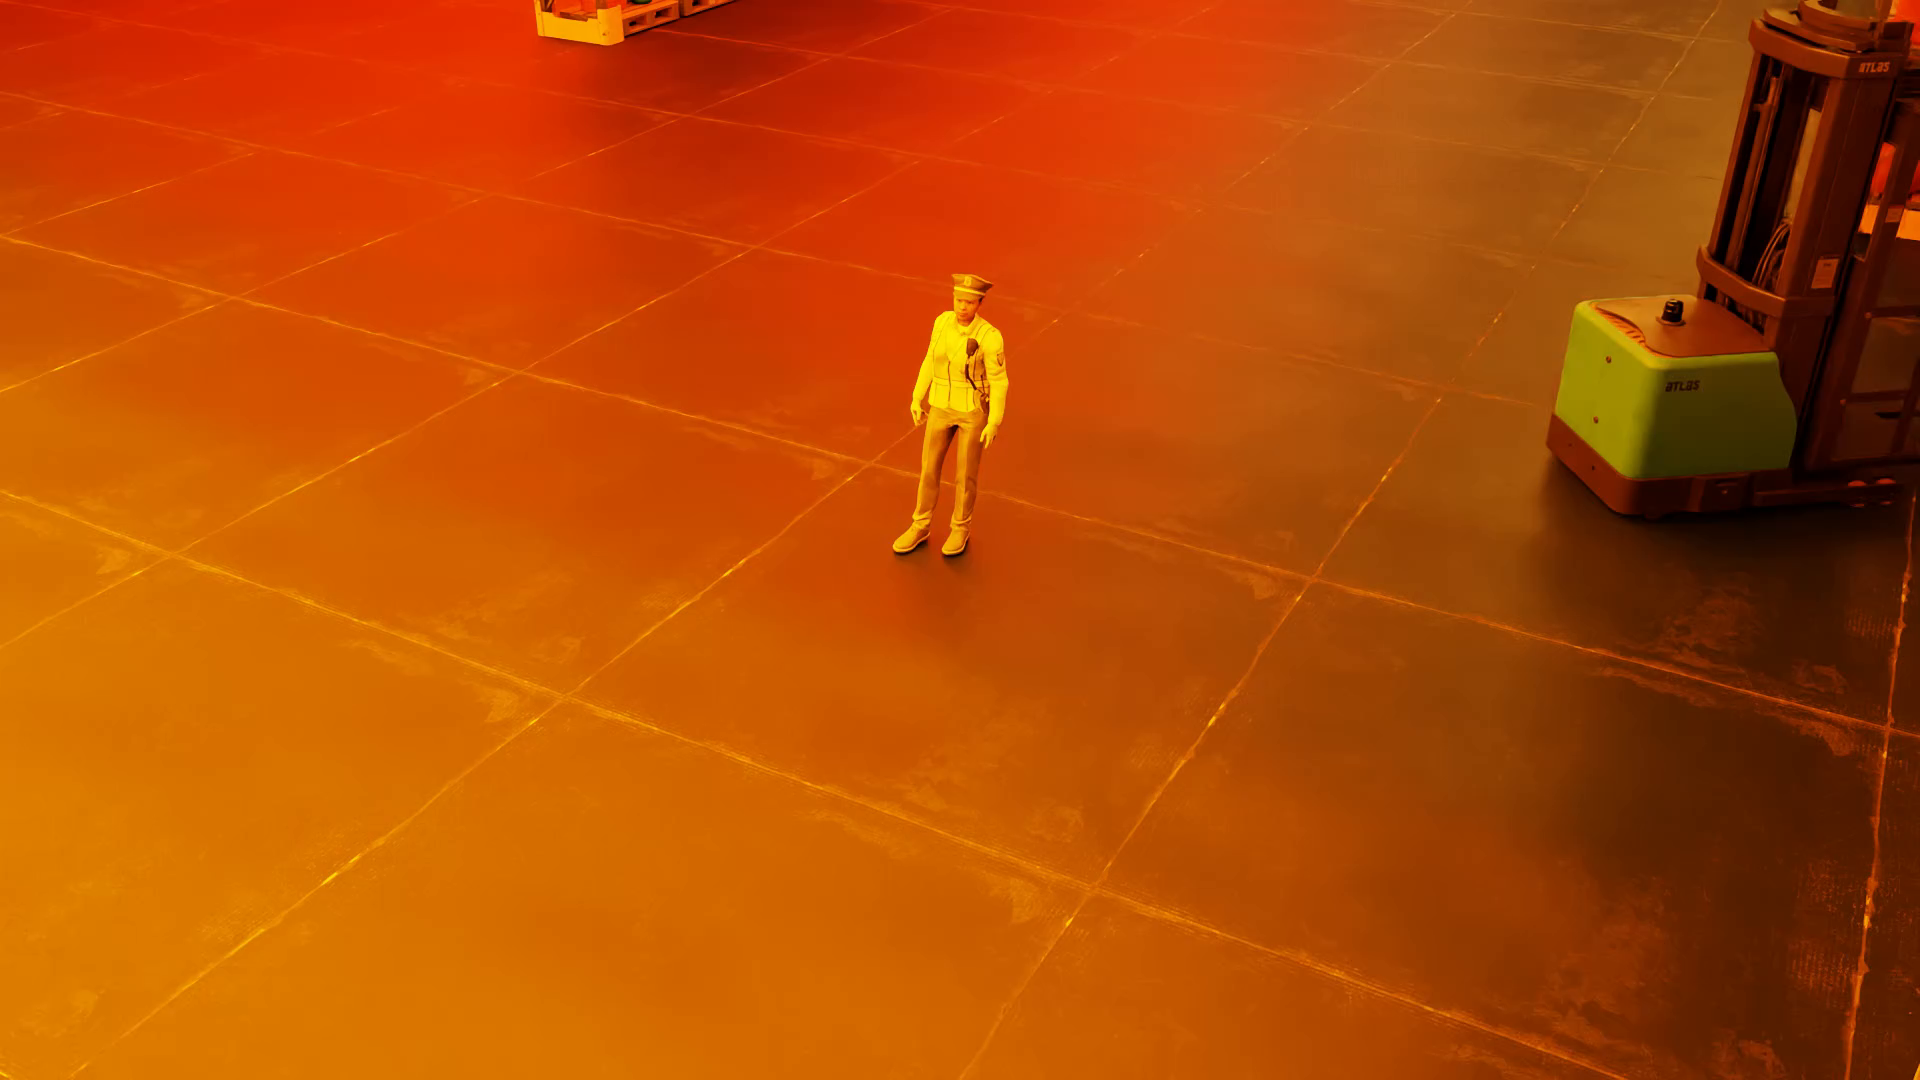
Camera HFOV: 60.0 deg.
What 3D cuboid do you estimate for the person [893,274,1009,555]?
[{"bbox_3d":[-0.040,-0.712,9.526,0.586,1.694,0.530,15,33,25],"label":"person"}]

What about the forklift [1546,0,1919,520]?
[{"bbox_3d":[5.417,-1.728,10.065,3.031,2.935,1.130,-5,30,-8],"label":"forklift"}]
